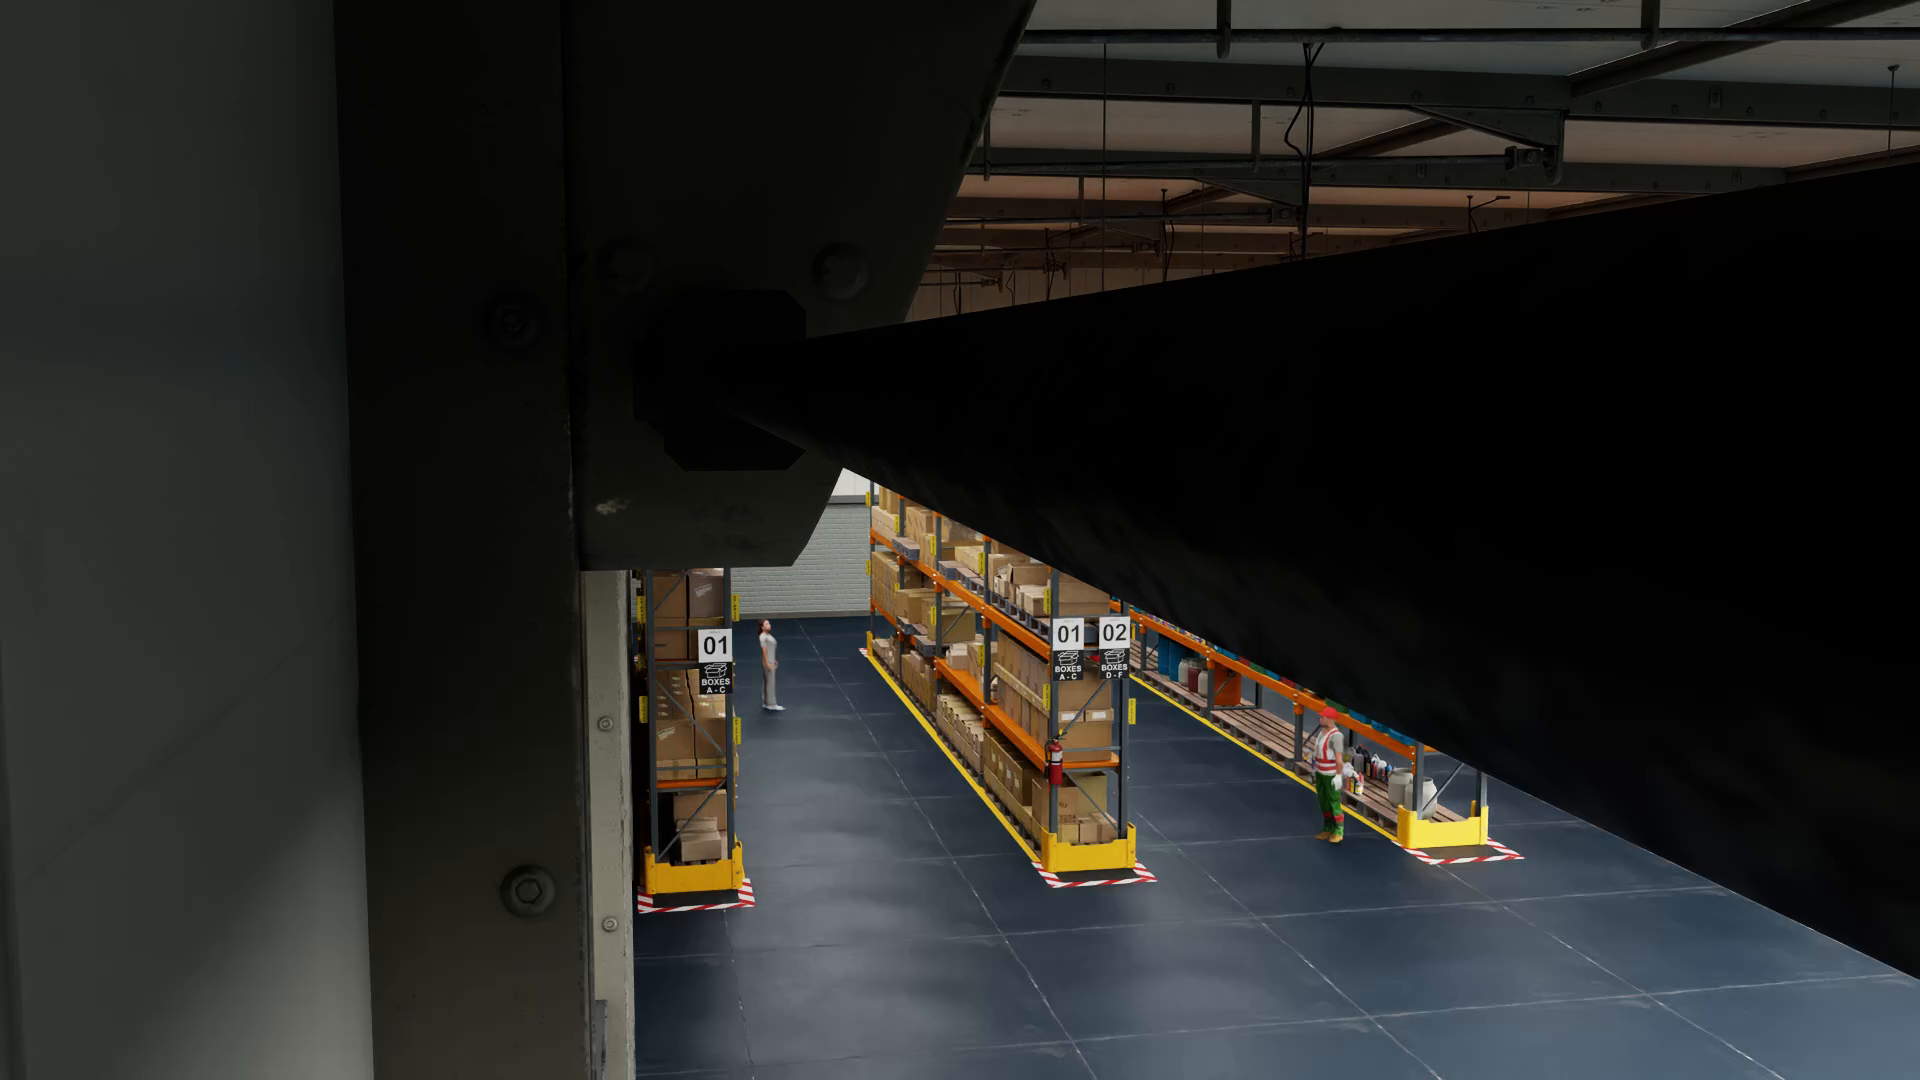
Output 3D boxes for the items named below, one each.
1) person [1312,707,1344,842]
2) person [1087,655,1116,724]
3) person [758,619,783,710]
[{"bbox_3d":[4.933,3.133,22.188,0.357,1.827,0.674,-2,6,-15],"label":"person"},{"bbox_3d":[2.523,2.396,29.700,0.635,1.664,0.991,-1,6,-6],"label":"person"},{"bbox_3d":[-3.522,2.293,30.839,0.456,1.668,0.492,-1,6,-5],"label":"person"}]
